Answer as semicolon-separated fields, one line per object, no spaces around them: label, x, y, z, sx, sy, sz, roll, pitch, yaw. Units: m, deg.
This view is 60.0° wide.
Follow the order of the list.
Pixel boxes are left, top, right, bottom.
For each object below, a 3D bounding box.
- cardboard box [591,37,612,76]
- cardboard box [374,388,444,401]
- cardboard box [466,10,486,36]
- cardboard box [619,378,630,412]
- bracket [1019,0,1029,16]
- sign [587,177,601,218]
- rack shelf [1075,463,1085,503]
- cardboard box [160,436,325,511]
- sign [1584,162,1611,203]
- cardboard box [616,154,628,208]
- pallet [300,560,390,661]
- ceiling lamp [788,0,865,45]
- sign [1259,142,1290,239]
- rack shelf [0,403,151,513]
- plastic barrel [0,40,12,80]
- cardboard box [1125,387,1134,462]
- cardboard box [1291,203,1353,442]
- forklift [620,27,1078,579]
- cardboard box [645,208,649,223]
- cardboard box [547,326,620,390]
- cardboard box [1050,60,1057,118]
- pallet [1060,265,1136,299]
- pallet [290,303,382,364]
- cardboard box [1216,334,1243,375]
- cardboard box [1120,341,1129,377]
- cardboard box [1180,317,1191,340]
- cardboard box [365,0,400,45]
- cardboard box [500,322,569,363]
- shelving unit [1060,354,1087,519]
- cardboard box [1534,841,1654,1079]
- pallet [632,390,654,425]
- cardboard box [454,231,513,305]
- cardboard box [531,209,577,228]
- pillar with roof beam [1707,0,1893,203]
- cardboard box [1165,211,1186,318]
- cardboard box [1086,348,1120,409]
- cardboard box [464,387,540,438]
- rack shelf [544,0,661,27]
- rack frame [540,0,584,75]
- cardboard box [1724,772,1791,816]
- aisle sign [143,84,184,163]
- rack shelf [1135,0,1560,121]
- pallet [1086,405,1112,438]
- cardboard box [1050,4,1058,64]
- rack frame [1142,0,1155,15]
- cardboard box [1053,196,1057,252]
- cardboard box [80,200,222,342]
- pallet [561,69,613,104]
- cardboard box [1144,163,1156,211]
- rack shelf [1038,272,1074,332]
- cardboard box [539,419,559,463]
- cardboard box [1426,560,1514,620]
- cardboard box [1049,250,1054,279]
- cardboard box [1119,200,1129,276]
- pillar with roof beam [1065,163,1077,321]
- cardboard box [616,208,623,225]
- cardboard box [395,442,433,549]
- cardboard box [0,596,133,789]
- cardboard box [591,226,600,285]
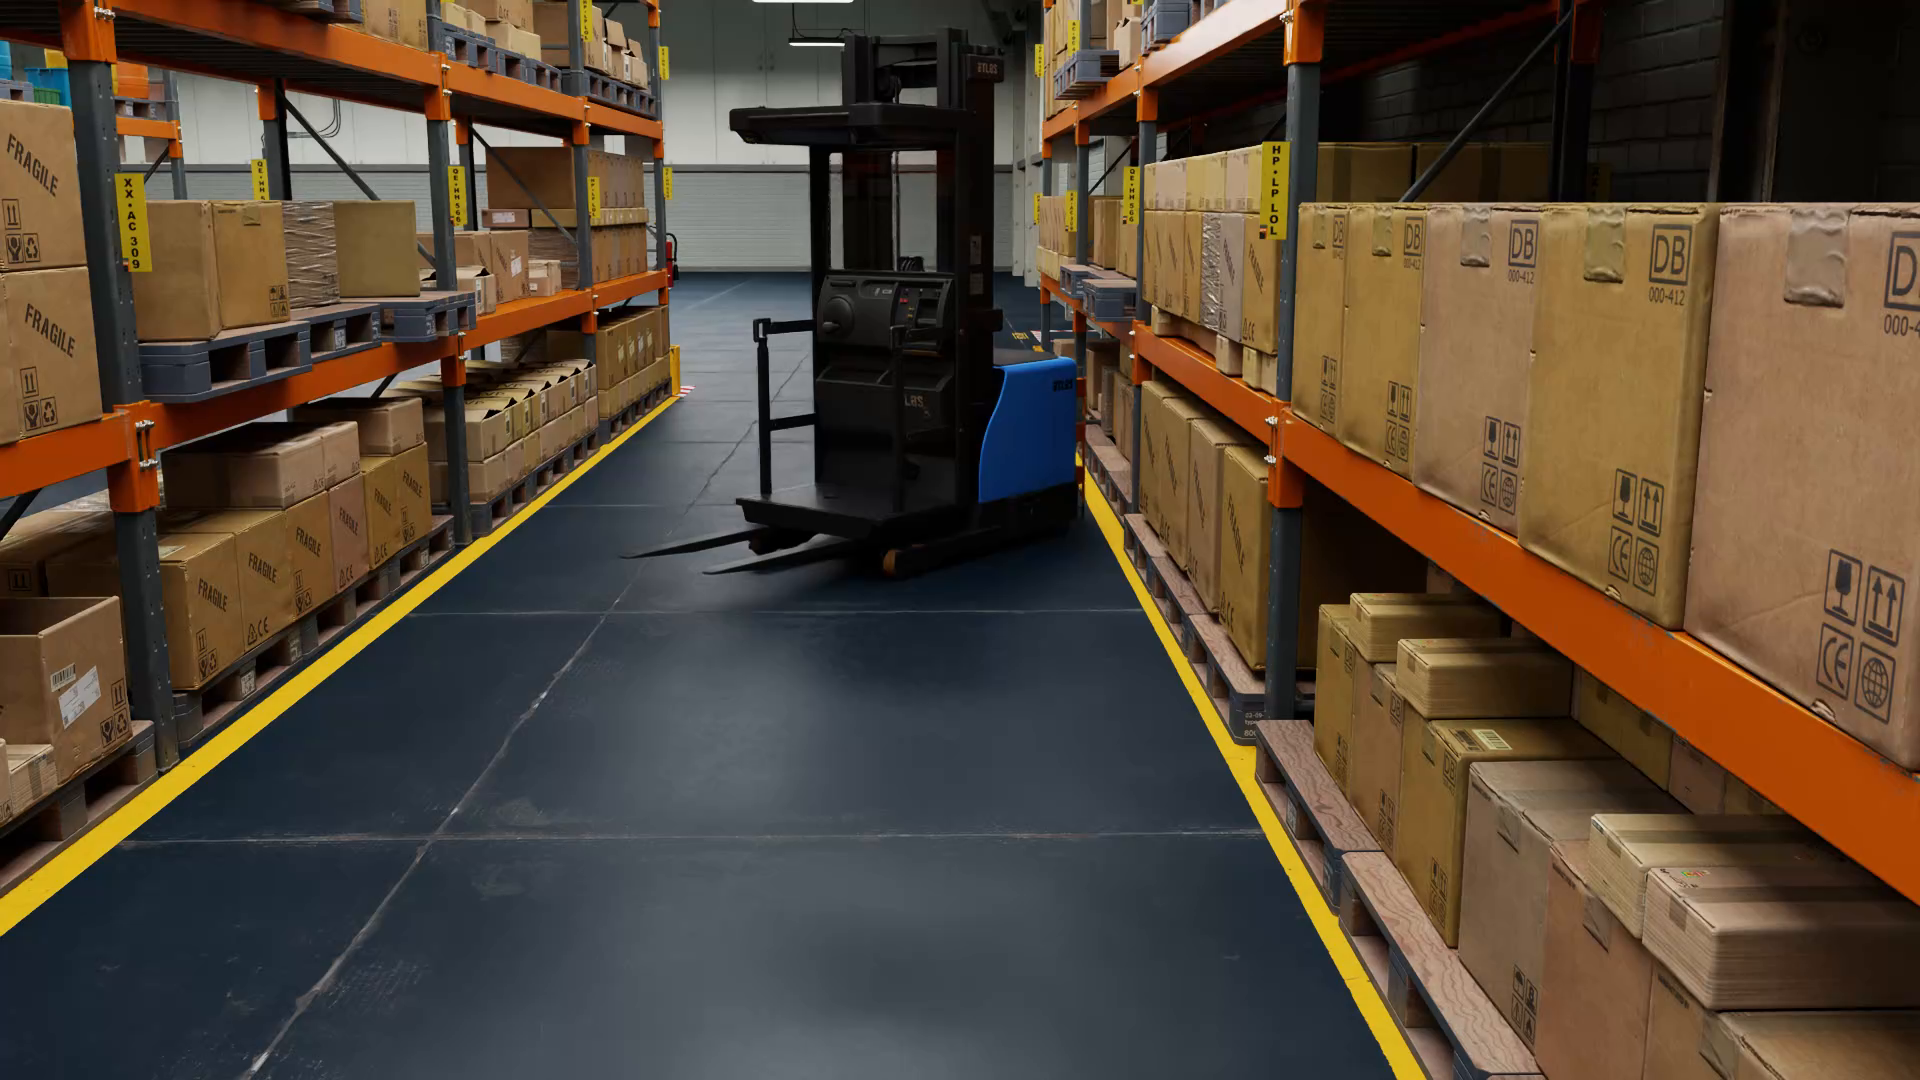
cardboard box;-3.260;-4.142;14.204;0.500;0.311;0.500;-1;12;-4
cardboard box;-3.702;-0.878;11.290;0.500;0.311;0.500;0;11;-2
cardboard box;-3.524;-3.455;11.321;0.500;0.250;0.500;-1;12;-6
cardboard box;-3.214;-1.284;14.703;0.500;0.250;0.500;0;11;-1
bracket;1.458;-11.792;36.499;0.076;0.066;4.783;0;11;-1
sign;-2.960;-2.766;13.434;0.100;0.325;0.005;0;11;-1
rack shelf;0.645;-0.358;10.633;0.215;0.259;0.240;9;14;37
cardboard box;-3.124;-0.297;7.272;0.500;0.250;0.500;0;11;-1
sign;2.170;-1.129;5.705;0.100;0.325;0.005;0;11;-1
cardboard box;-3.560;-3.405;15.783;0.700;0.500;0.500;0;11;-1
pallet;-3.420;0.319;7.954;1.003;0.211;1.213;0;11;-1
ceiling lamp;-3.253;-13.889;41.207;2.000;3.185;0.800;0;11;-1
sign;1.073;-1.188;5.659;0.100;0.325;0.005;0;11;-1
rack shelf;-3.296;0.107;3.794;1.077;0.370;4.000;0;11;-1
plastic barrel;-8.368;-4.333;14.012;0.600;0.901;0.708;0;11;-1
cardboard box;1.533;-0.794;11.608;0.700;0.500;0.500;0;11;-1
cardboard box;1.610;-0.703;5.225;0.980;0.700;0.700;0;11;0
forklift;-0.563;-1.334;9.261;1.130;2.935;3.031;9;14;37
cardboard box;-3.387;-3.320;16.996;0.380;0.149;0.250;0;11;-2
cardboard box;-3.199;-1.552;14.139;0.500;0.500;0.500;0;11;-1
cardboard box;1.115;-4.300;15.866;0.500;0.500;0.500;0;11;1
pallet;1.321;-2.007;12.892;1.003;0.211;1.213;0;11;-1
pallet;-3.375;-0.957;7.716;1.003;0.211;1.213;0;11;-1
cardboard box;1.272;-0.771;6.894;0.380;0.149;0.250;0;11;-1
cardboard box;1.495;-1.378;12.603;0.500;0.250;0.500;0;11;-2
cardboard box;1.354;-1.126;8.649;0.380;0.149;0.250;0;11;-2
cardboard box;-3.366;-2.769;8.367;0.910;0.500;0.500;0;11;-1
cardboard box;-3.729;-1.649;14.618;0.500;0.500;0.500;0;11;-1
shelving unit;0.645;-0.640;10.576;0.215;1.050;0.252;9;14;37
cardboard box;1.573;0.912;3.248;0.700;0.500;0.500;0;11;-1
pallet;-3.505;-1.268;15.777;1.003;0.211;1.213;0;11;-1
cardboard box;-3.482;-1.925;11.751;0.500;0.500;0.500;0;11;-1
cardboard box;-3.314;-2.654;13.714;0.380;0.149;0.250;0;11;-1
pillar with roof beam;-1.809;-3.451;4.435;9.100;9.000;0.400;0;11;-1
cardboard box;1.298;-1.363;8.184;0.500;0.500;0.500;0;11;-1
cardboard box;1.389;-1.451;14.846;0.500;0.500;0.500;-1;12;-5
cardboard box;-3.164;-0.882;11.311;0.500;0.311;0.500;-1;11;-3
rack shelf;-3.544;-5.022;14.996;1.077;0.370;4.000;0;11;-1
rack frame;-3.502;-5.173;12.925;1.000;3.000;0.127;0;11;-1
cardboard box;1.770;0.568;3.317;0.380;0.149;0.250;0;11;-1
aisle sign;-8.242;-4.298;17.162;0.394;0.787;0.004;0;11;-1
rack shelf;1.574;-2.179;7.520;1.077;0.370;4.000;0;11;-1
pallet;1.401;-1.021;14.560;1.003;0.211;1.213;0;11;-1
cardboard box;1.114;-4.789;15.758;0.500;0.500;0.500;0;11;0
rack frame;1.533;-4.399;9.109;1.000;3.000;0.127;0;11;-1
cardboard box;1.116;-2.850;15.003;0.500;0.500;0.500;-1;11;-3
cardboard box;-3.123;-0.993;6.100;0.700;0.500;0.500;-4;12;-20
pallet;-3.546;-3.829;14.067;1.003;0.211;1.213;0;11;-1
cardboard box;1.285;-1.934;9.112;0.500;0.250;0.500;0;11;0
rack shelf;1.409;-2.299;15.656;1.077;0.370;4.000;0;11;-1
cardboard box;-3.175;-0.707;11.857;0.500;0.250;0.500;0;11;0
cardboard box;1.724;0.157;5.340;0.380;0.149;0.250;0;11;-1
cardboard box;1.098;-2.582;15.570;0.500;0.250;0.500;0;11;-1
cardboard box;1.465;-2.064;11.333;0.700;0.500;0.500;0;11;-1
pillar with roof beam;-2.305;-8.221;27.950;9.100;9.000;0.400;0;11;-1
cardboard box;-3.352;-3.011;15.476;0.380;0.149;0.250;0;11;-2
cardboard box;-3.166;-0.243;8.895;0.500;0.500;0.500;0;11;1
cardboard box;-3.042;0.479;5.335;0.500;0.500;0.500;0;11;-1
cardboard box;-3.535;-2.475;14.463;0.700;0.500;0.500;0;11;-2
